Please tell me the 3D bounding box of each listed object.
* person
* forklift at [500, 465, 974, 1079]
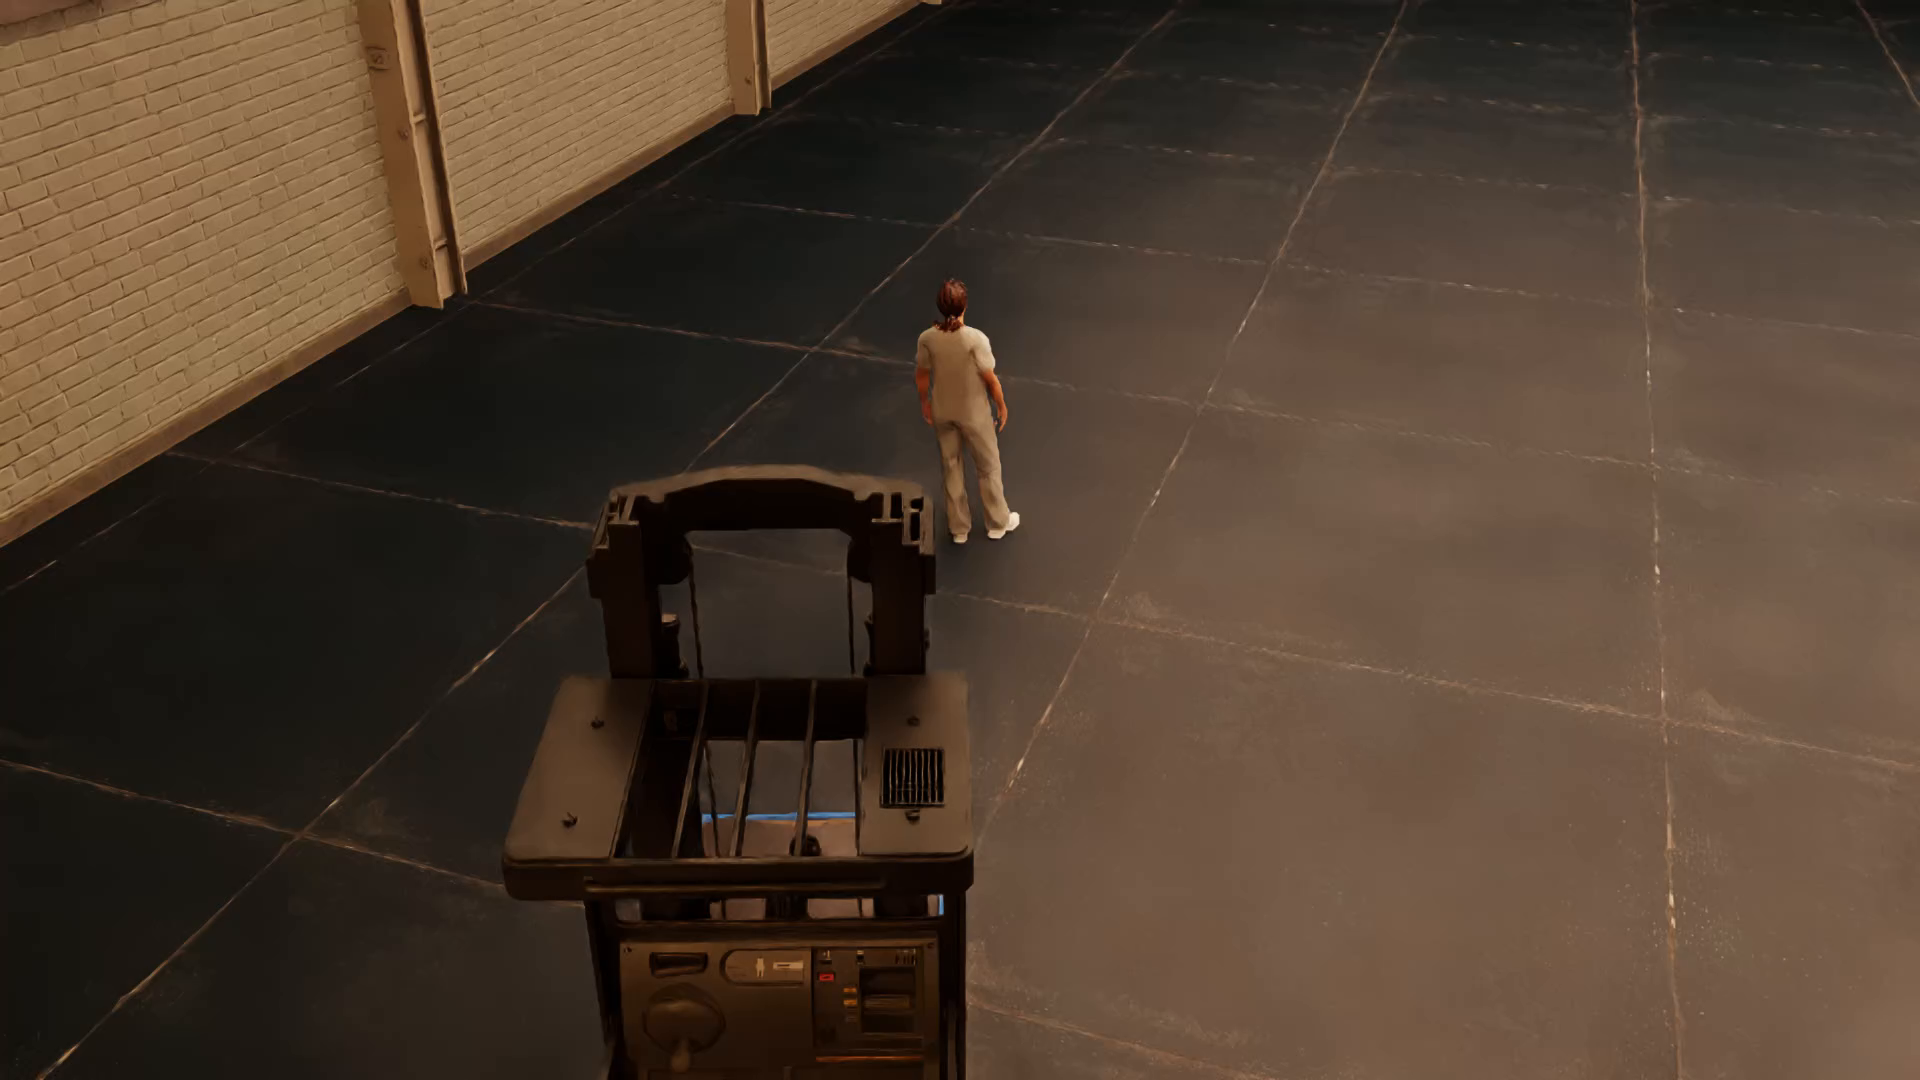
[{"bbox_3d":[0.036,-0.767,9.735,0.550,1.674,0.548,10,31,16],"label":"person"},{"bbox_3d":[-0.519,1.395,4.689,1.130,2.935,3.031,-1,30,-1],"label":"forklift"}]
